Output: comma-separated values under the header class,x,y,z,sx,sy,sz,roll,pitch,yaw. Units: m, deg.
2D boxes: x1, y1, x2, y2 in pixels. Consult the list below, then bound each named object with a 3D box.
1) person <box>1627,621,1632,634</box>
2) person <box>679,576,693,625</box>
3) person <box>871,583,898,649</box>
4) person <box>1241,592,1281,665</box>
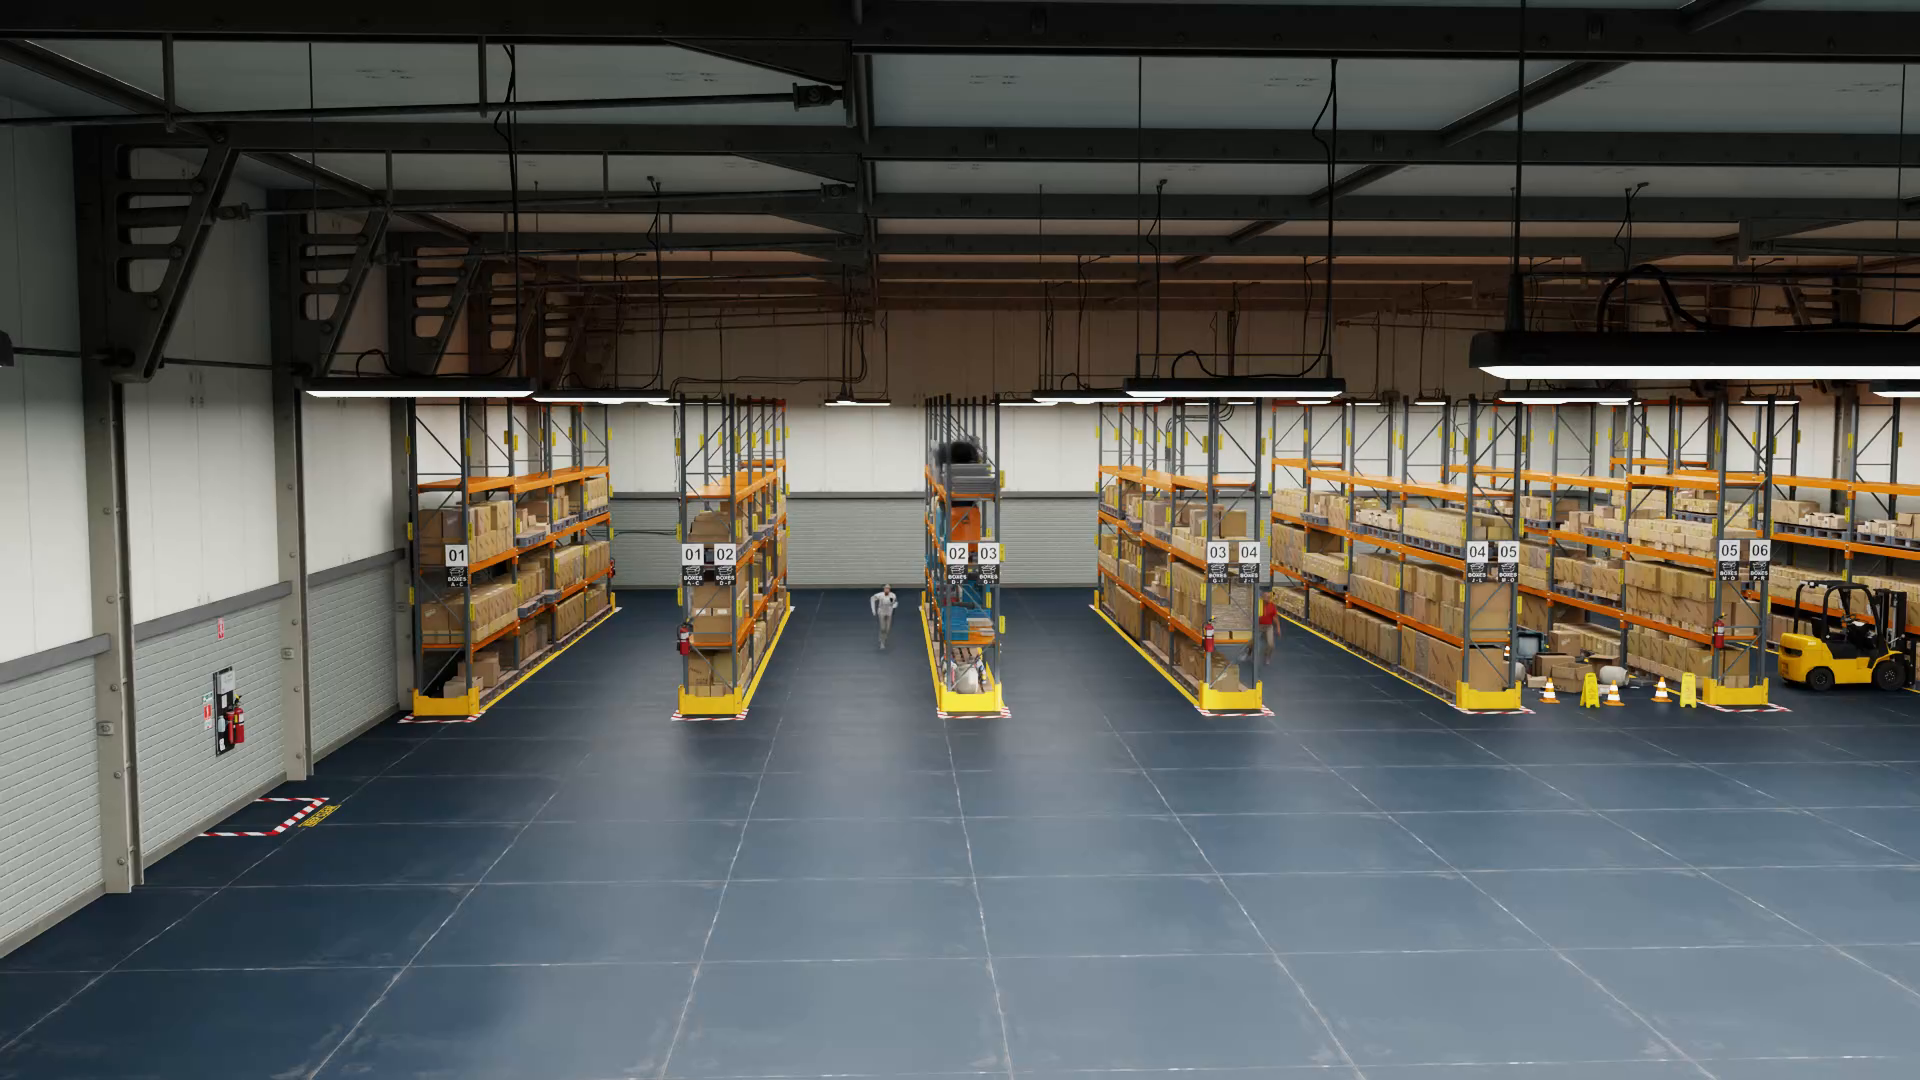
class,x,y,z,sx,sy,sz,roll,pitch,yaw
person,17.034,1.620,41.790,0.601,1.641,0.947,-1,5,-15
person,-7.028,1.445,43.652,0.690,1.673,0.788,-1,5,-12
person,-1.777,1.806,39.469,0.606,1.614,0.664,-1,5,-16
person,6.742,1.949,37.267,0.817,1.645,0.666,0,5,-2
